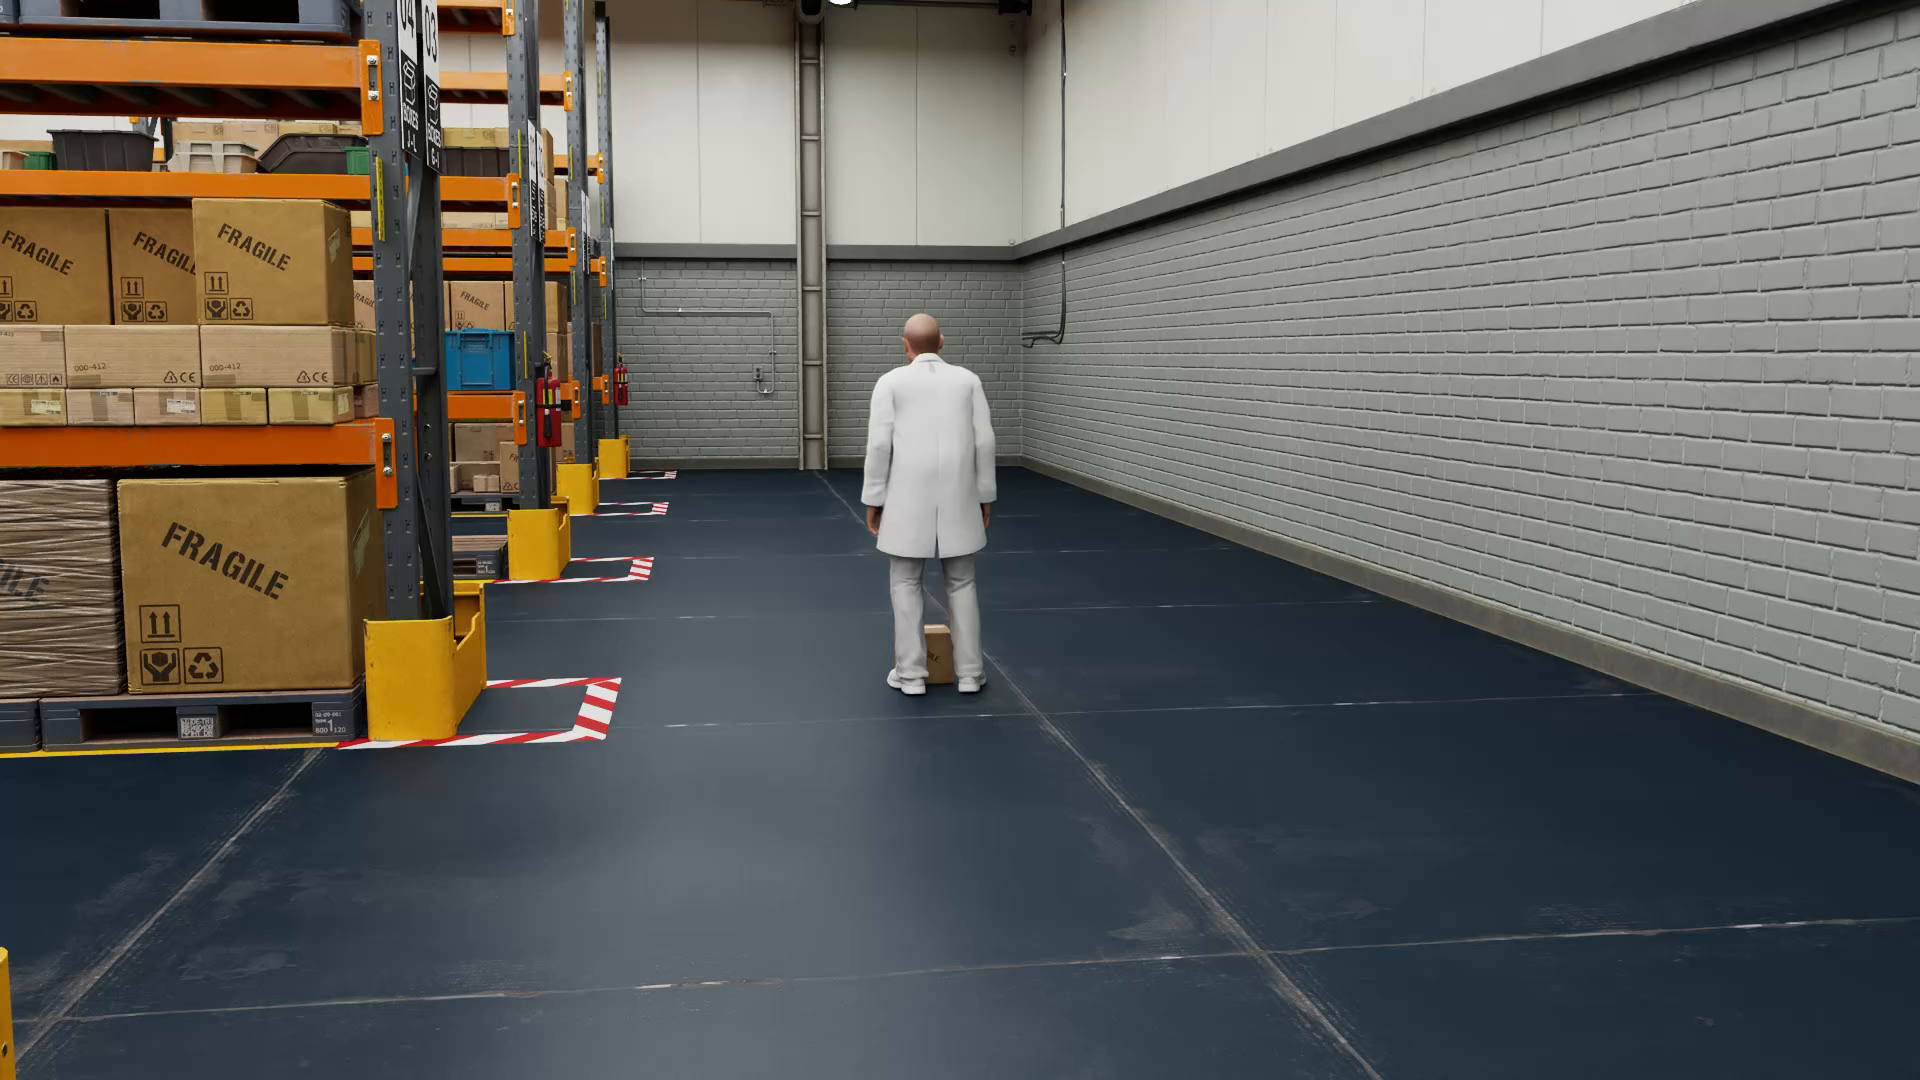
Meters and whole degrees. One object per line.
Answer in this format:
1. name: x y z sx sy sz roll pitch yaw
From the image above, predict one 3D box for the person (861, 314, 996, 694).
1. person: -0.145 -0.170 7.813 0.648 1.772 0.429 -1 6 -12
